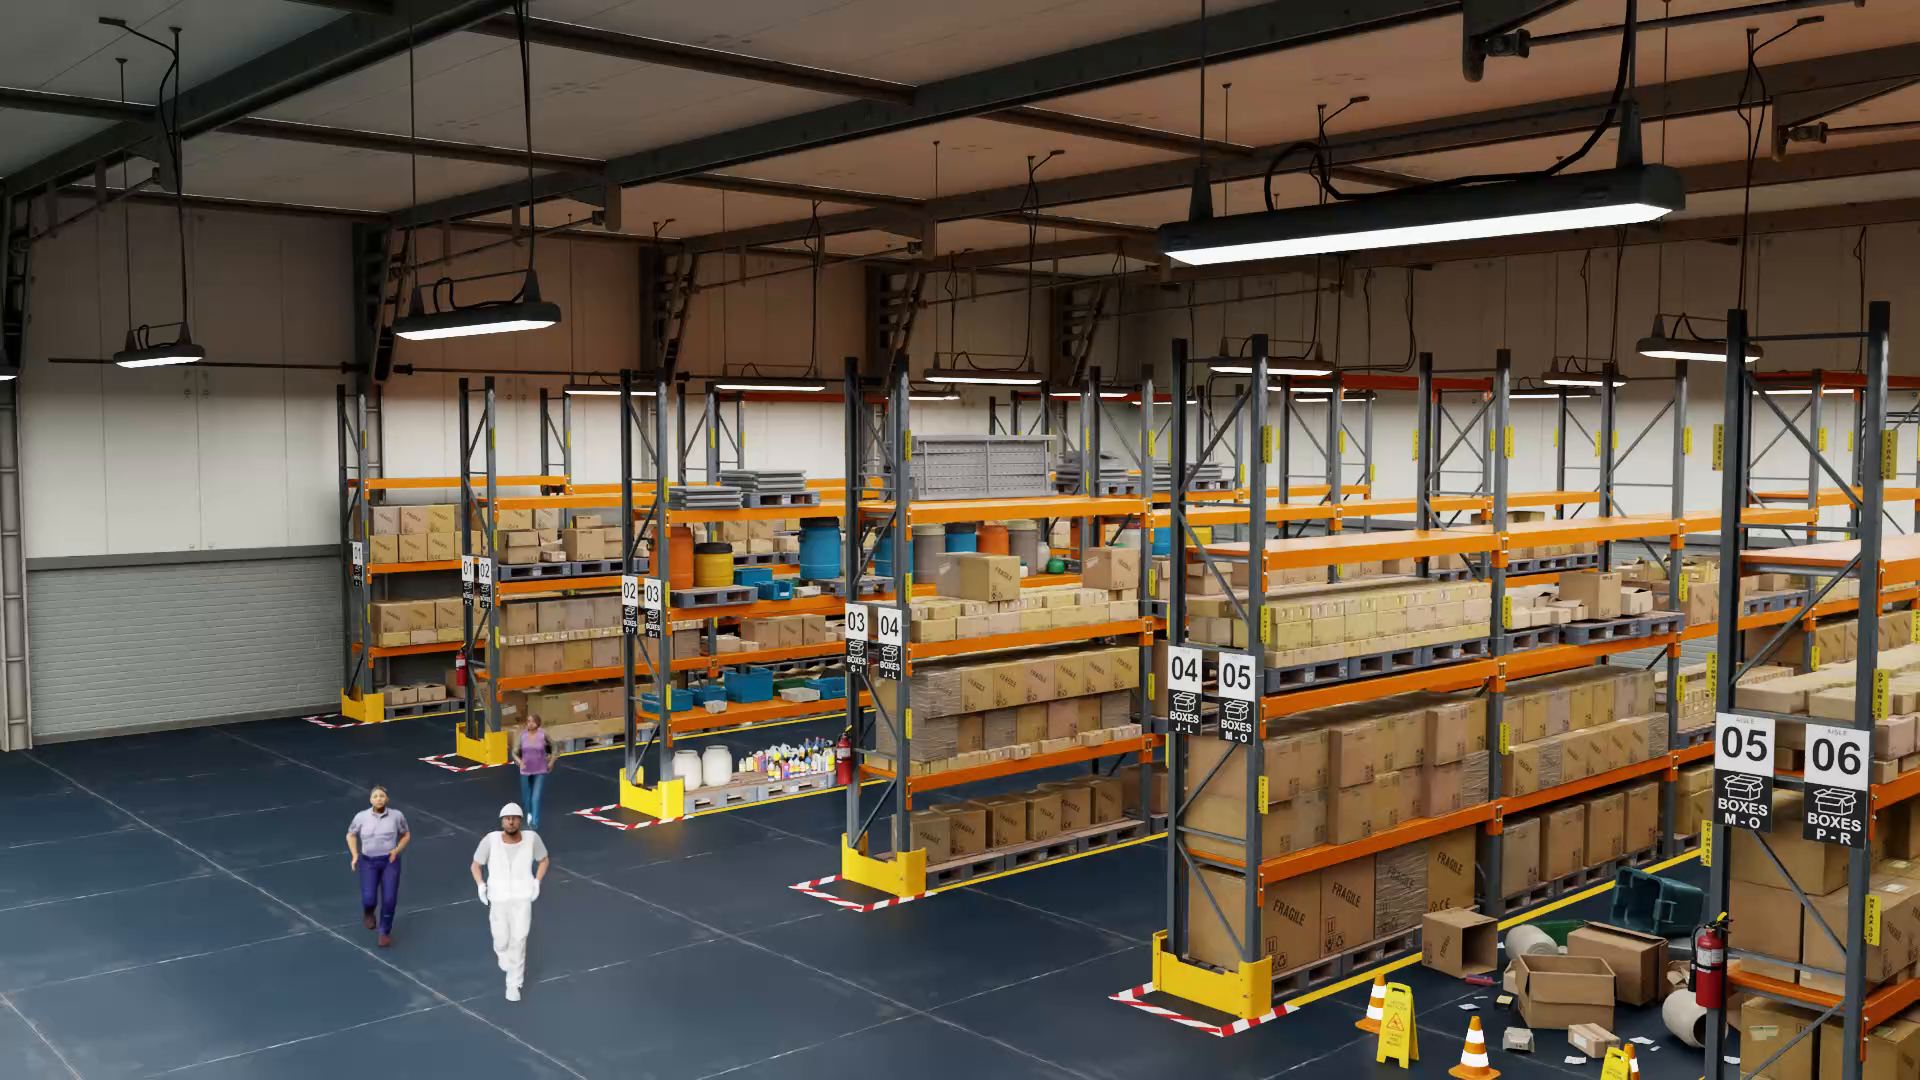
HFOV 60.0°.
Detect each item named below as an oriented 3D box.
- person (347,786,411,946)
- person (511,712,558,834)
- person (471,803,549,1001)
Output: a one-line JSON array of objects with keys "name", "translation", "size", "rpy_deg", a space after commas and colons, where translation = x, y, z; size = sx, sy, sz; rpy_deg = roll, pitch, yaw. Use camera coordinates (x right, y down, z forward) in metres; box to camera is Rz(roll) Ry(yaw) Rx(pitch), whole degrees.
[{"name": "person", "translation": [-5.837, 3.273, 16.726], "size": [0.608, 1.602, 0.549], "rpy_deg": [-1, 4, -20]}, {"name": "person", "translation": [-5.421, 2.984, 21.207], "size": [0.566, 1.606, 0.745], "rpy_deg": [0, 4, -6]}, {"name": "person", "translation": [-4.142, 3.291, 15.347], "size": [0.698, 1.757, 0.781], "rpy_deg": [-1, 4, -15]}]
